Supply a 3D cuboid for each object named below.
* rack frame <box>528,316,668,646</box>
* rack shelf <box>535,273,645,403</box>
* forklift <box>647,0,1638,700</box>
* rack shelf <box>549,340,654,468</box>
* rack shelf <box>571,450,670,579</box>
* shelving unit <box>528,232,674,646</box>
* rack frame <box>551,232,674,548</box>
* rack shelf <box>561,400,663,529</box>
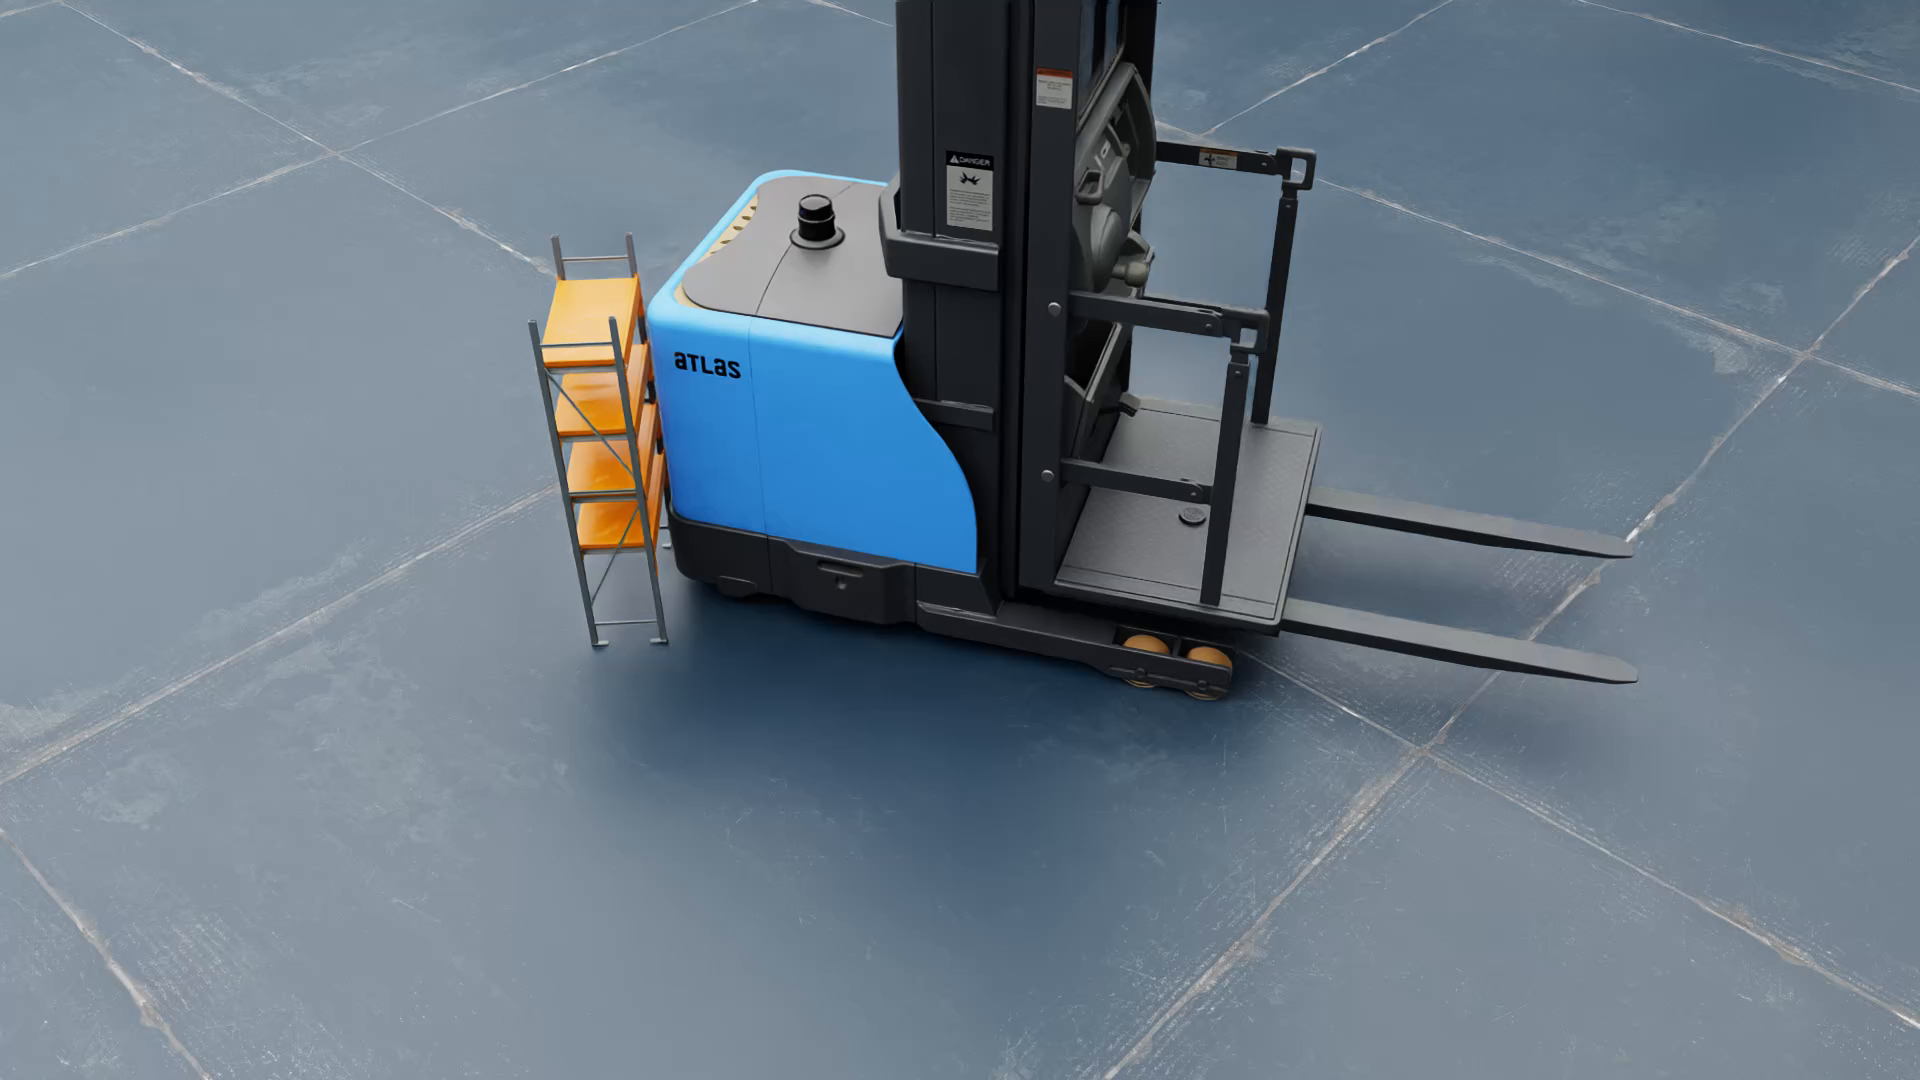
[{"bbox_3d":[-1.065,-0.140,4.960,0.240,1.200,0.015,-3,39,-3],"label":"rack frame"},{"bbox_3d":[-1.084,-0.599,4.906,0.258,0.148,0.480,-3,39,-3],"label":"rack shelf"},{"bbox_3d":[0.629,-1.024,4.683,3.031,2.935,1.130,10,40,13],"label":"forklift"},{"bbox_3d":[-1.082,-0.414,5.054,0.258,0.148,0.480,-3,39,-3],"label":"rack shelf"},{"bbox_3d":[-1.078,-0.084,5.317,0.258,0.148,0.480,-3,39,-3],"label":"rack shelf"},{"bbox_3d":[-1.080,-0.292,5.151,0.258,1.200,0.503,-3,39,-3],"label":"shelving unit"},{"bbox_3d":[-1.096,-0.443,5.342,0.240,1.200,0.015,-3,39,-3],"label":"rack frame"},{"bbox_3d":[-1.080,-0.239,5.193,0.258,0.148,0.480,-3,39,-3],"label":"rack shelf"}]
